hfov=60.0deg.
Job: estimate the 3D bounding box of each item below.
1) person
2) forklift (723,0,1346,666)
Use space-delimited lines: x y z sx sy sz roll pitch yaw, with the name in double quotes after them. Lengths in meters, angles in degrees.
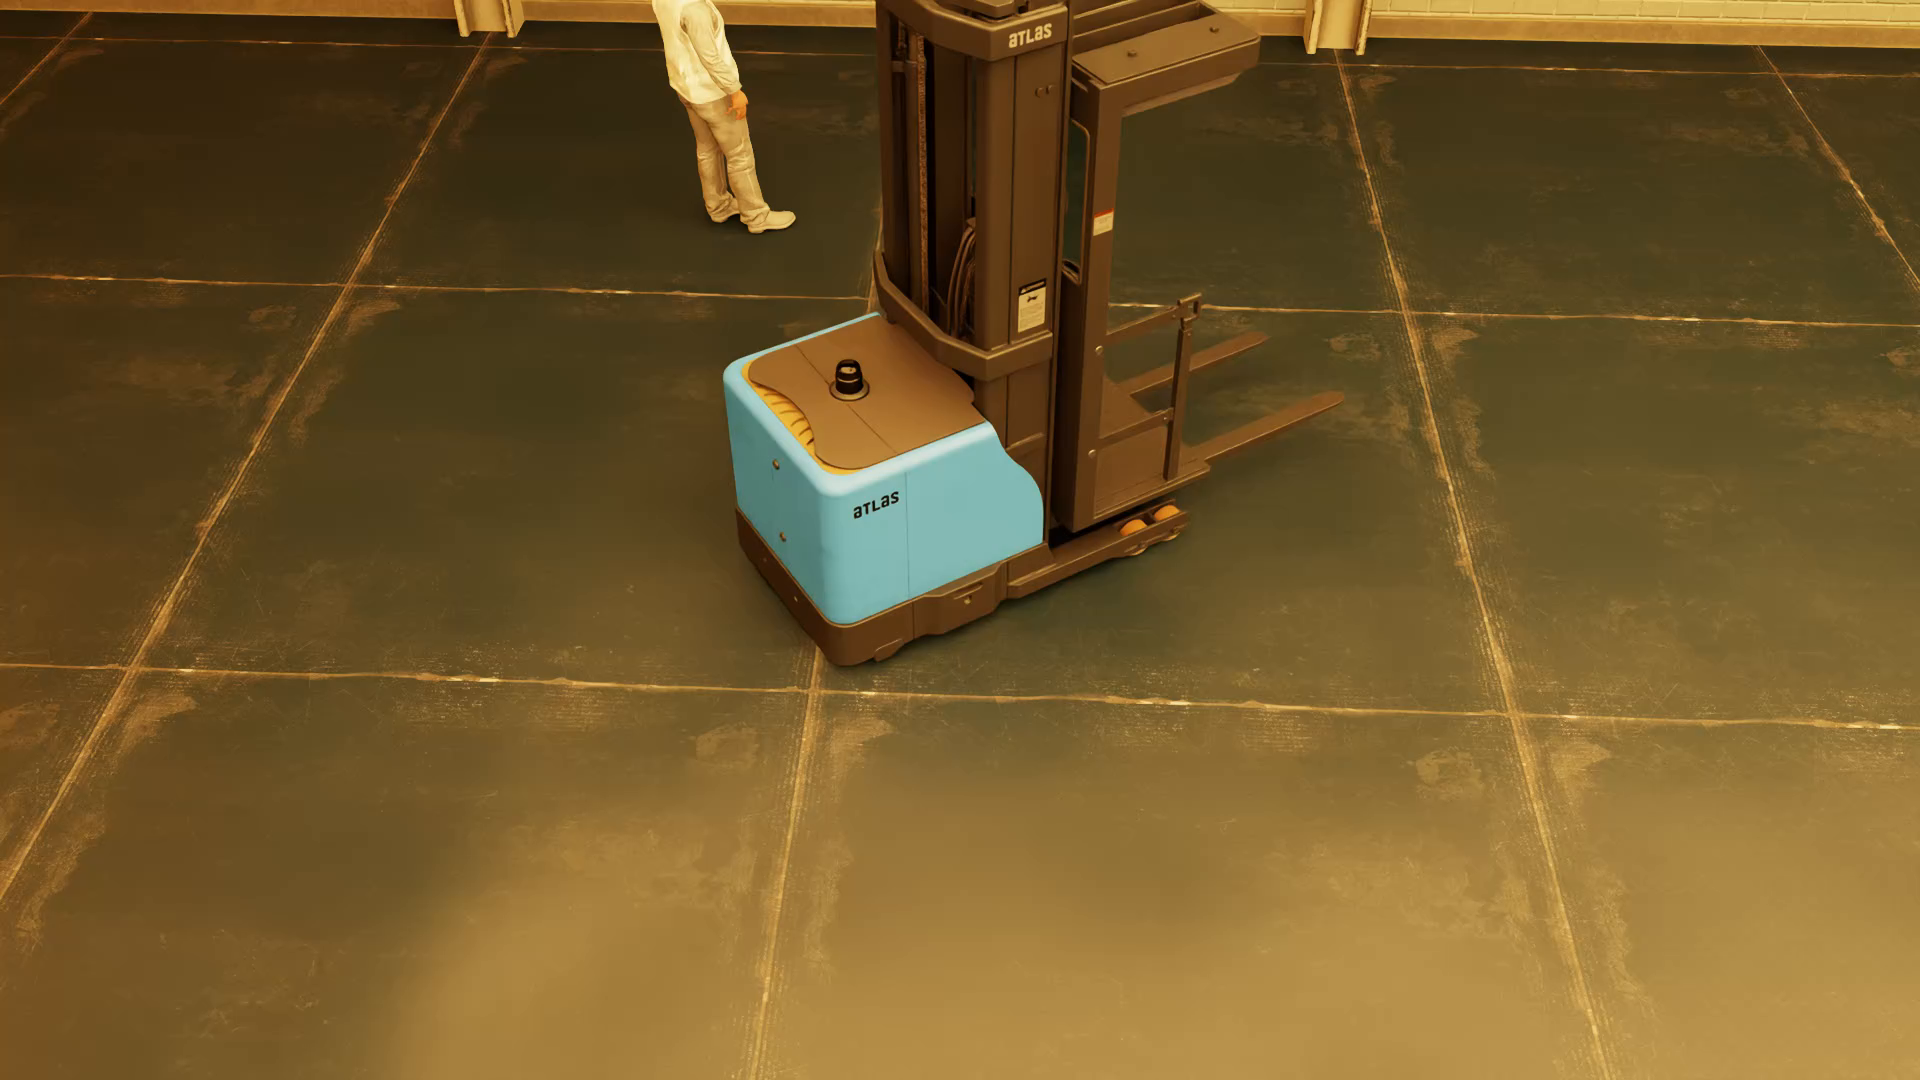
-1.377 -2.610 9.449 0.570 1.773 0.630 -26 49 -26 "person"
0.486 -1.294 7.160 3.031 2.935 1.130 -23 47 -23 "forklift"
